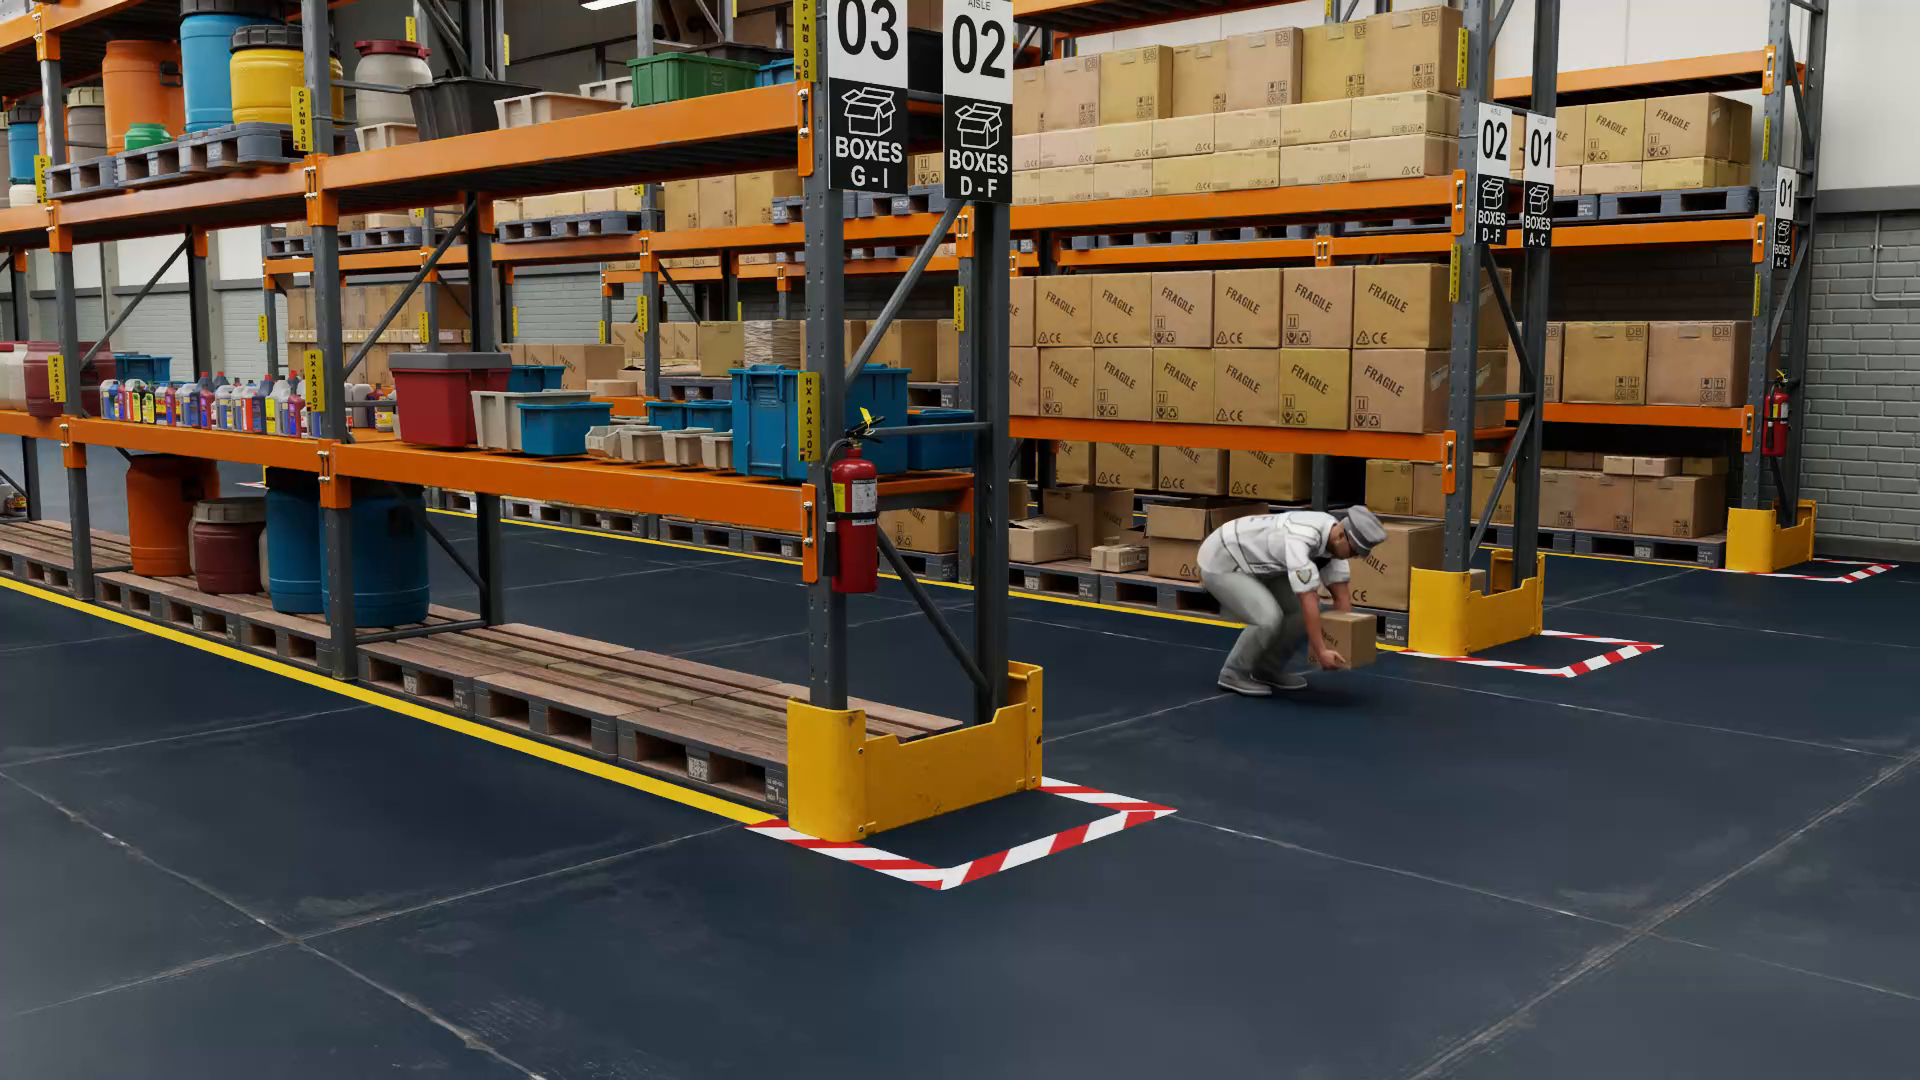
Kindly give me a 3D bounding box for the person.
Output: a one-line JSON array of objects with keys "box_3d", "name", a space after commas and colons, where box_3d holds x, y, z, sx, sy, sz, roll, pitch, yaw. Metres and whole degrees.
[{"box_3d": [1.735, 0.309, 8.735, 1.019, 1.021, 0.529, 6, 9, 41], "name": "person"}]
